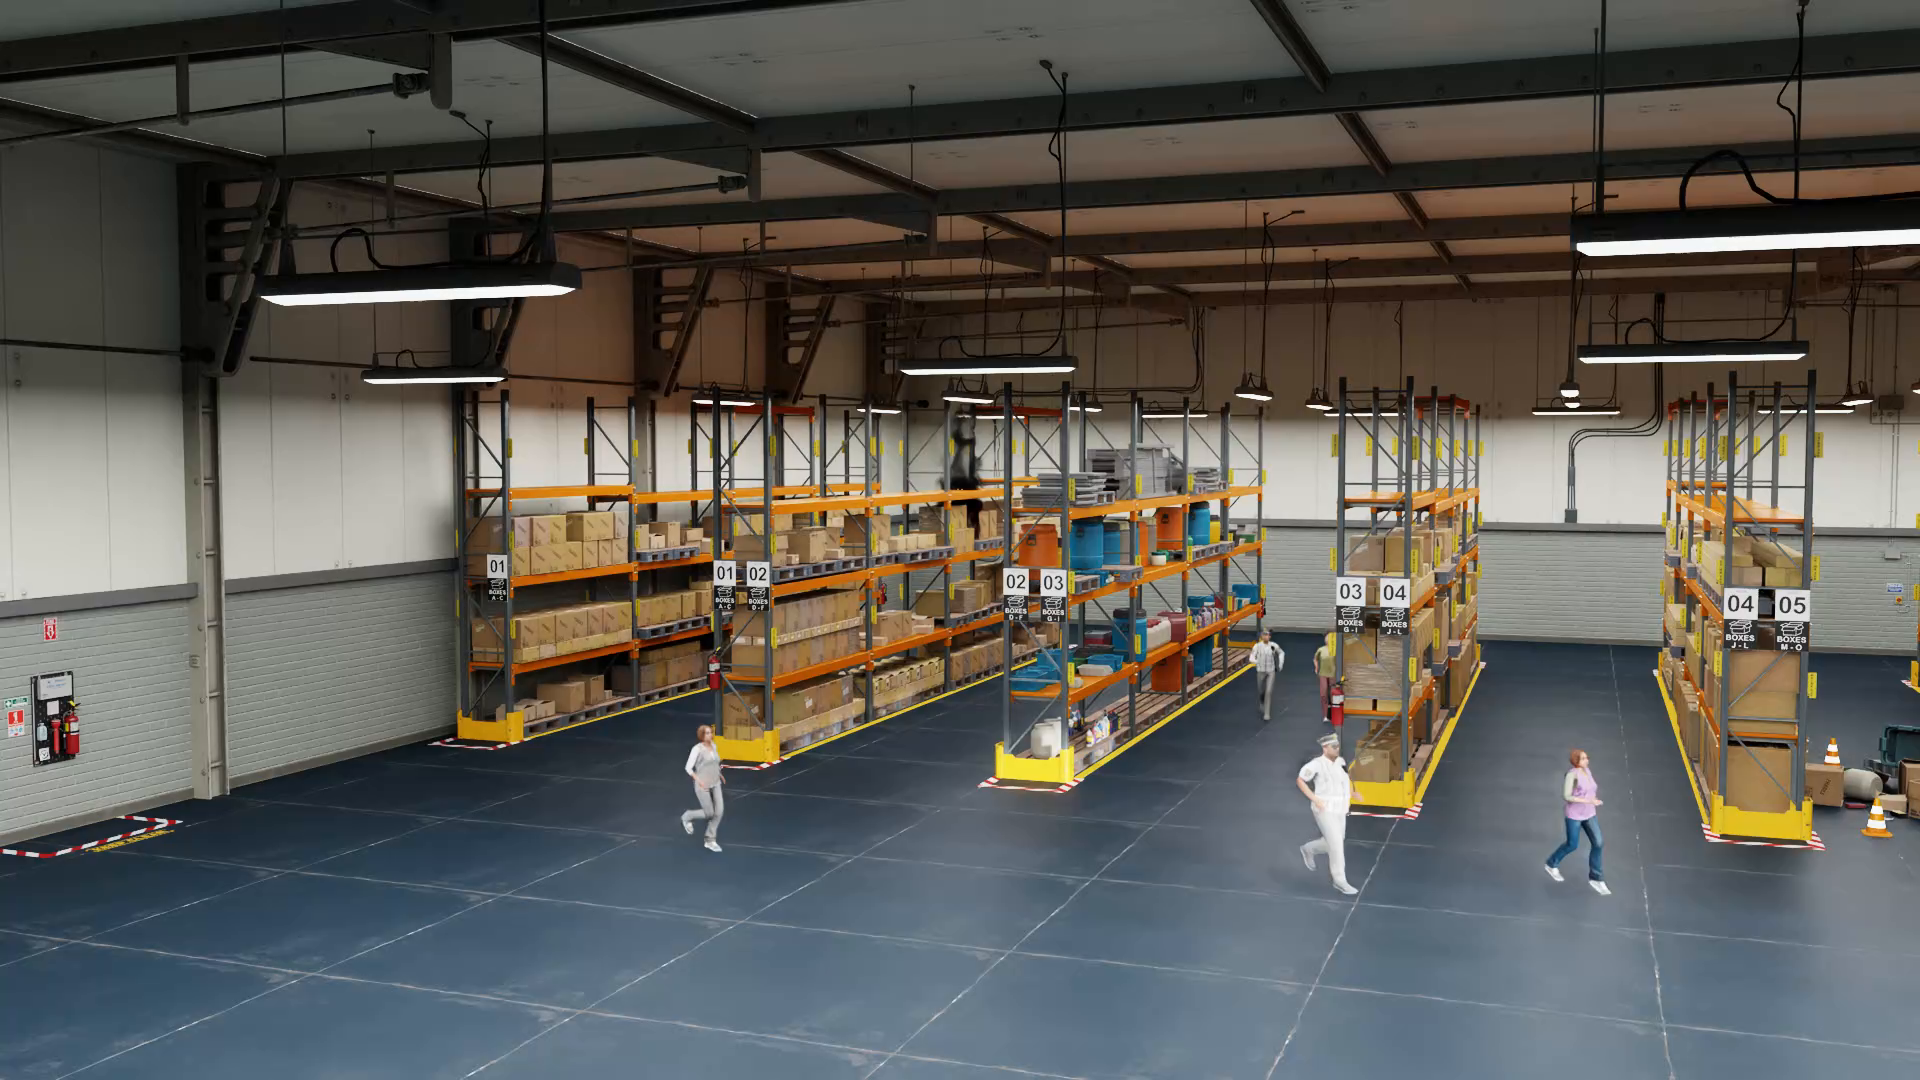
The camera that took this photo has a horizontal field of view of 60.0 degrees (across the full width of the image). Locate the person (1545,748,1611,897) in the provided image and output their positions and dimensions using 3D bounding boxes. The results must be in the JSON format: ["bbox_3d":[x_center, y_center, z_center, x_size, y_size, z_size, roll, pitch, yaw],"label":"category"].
[{"bbox_3d":[7.017,3.166,18.863,0.545,1.625,0.798,-2,4,-29],"label":"person"}]

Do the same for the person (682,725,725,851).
[{"bbox_3d":[-3.205,3.088,20.846,0.623,1.564,0.545,3,4,39],"label":"person"}]

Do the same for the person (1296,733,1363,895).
[{"bbox_3d":[4.198,3.085,18.999,0.663,1.785,0.903,-2,4,-38],"label":"person"}]

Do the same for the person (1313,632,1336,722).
[{"bbox_3d":[6.776,2.504,30.579,0.581,1.620,0.629,1,3,21],"label":"person"}]

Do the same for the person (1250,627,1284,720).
[{"bbox_3d":[5.673,2.449,30.785,0.626,1.643,1.022,1,3,14],"label":"person"}]
